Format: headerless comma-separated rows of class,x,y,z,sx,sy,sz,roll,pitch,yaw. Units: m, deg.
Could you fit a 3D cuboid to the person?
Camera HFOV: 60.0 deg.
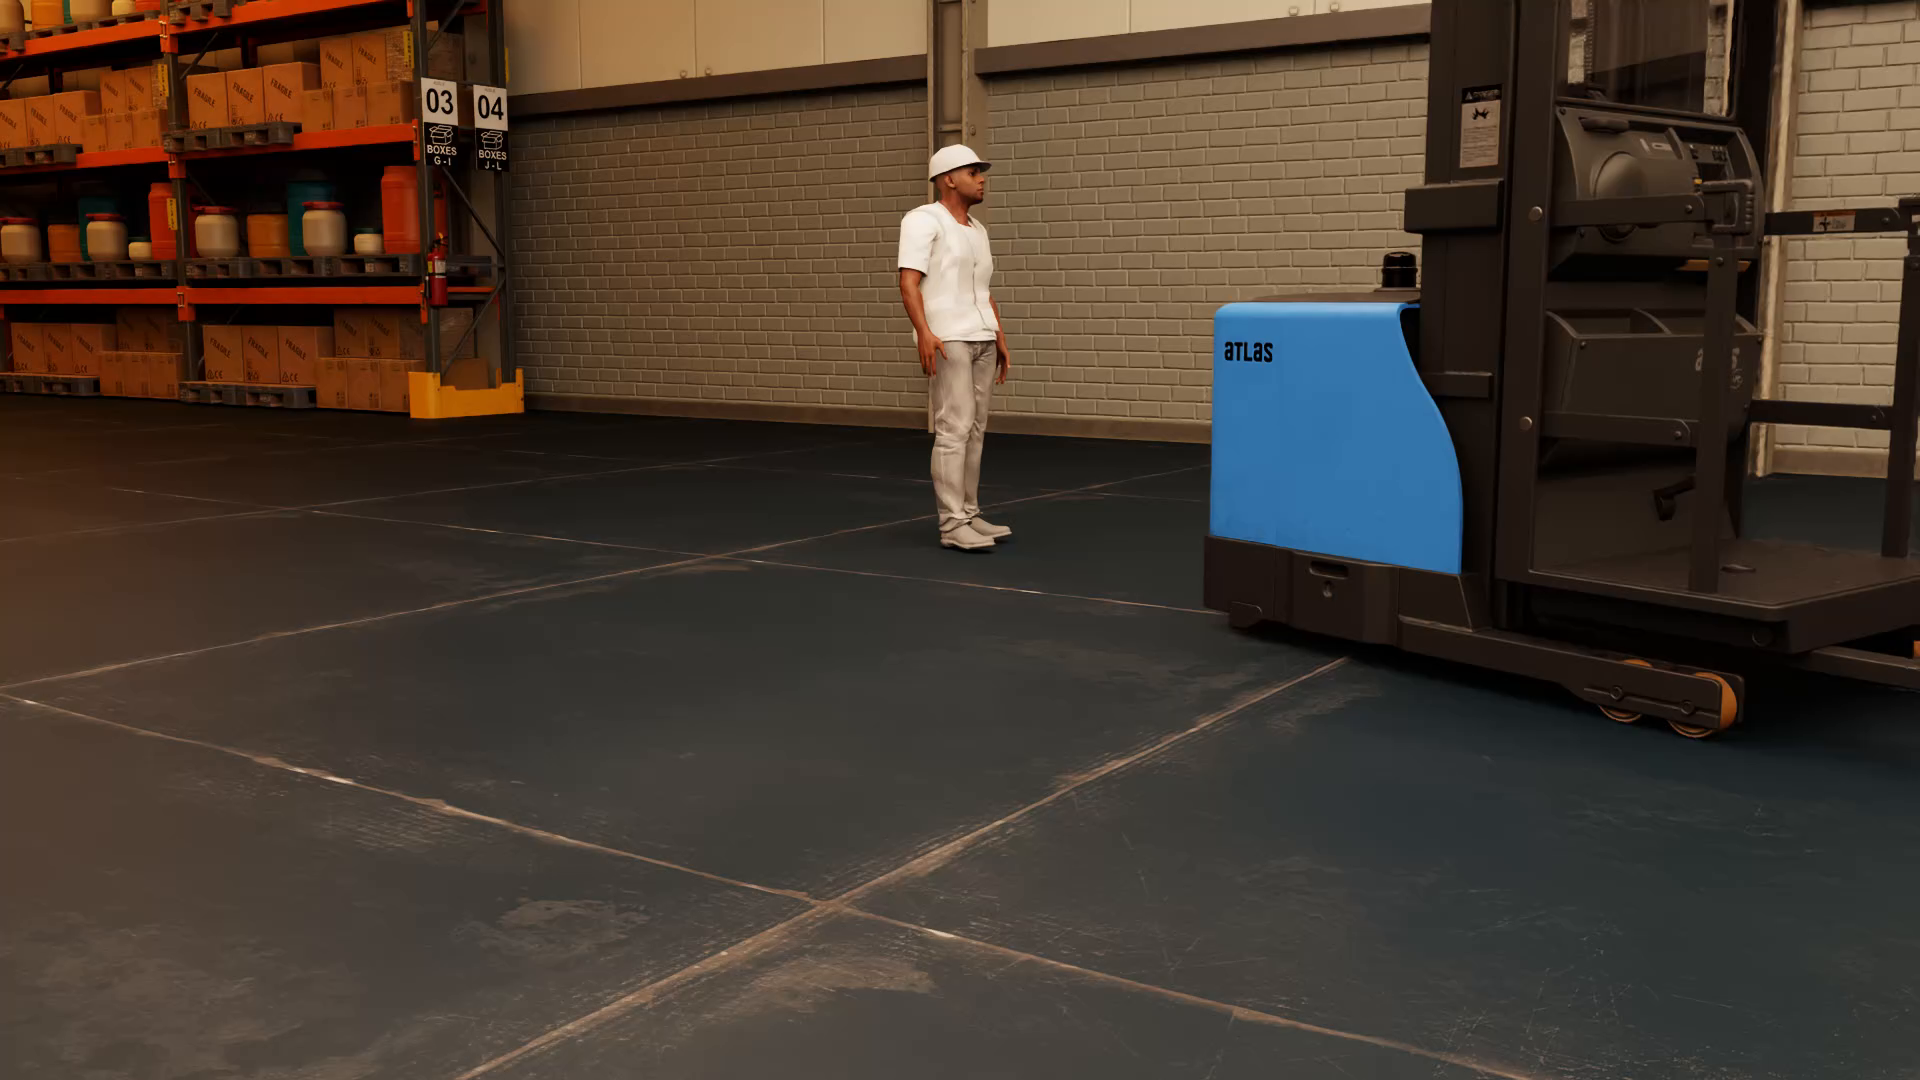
person,0.054,-0.875,7.435,0.577,1.765,0.665,5,10,34

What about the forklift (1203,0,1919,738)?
forklift,2.085,-1.035,4.470,1.130,2.935,3.031,-6,10,-36
